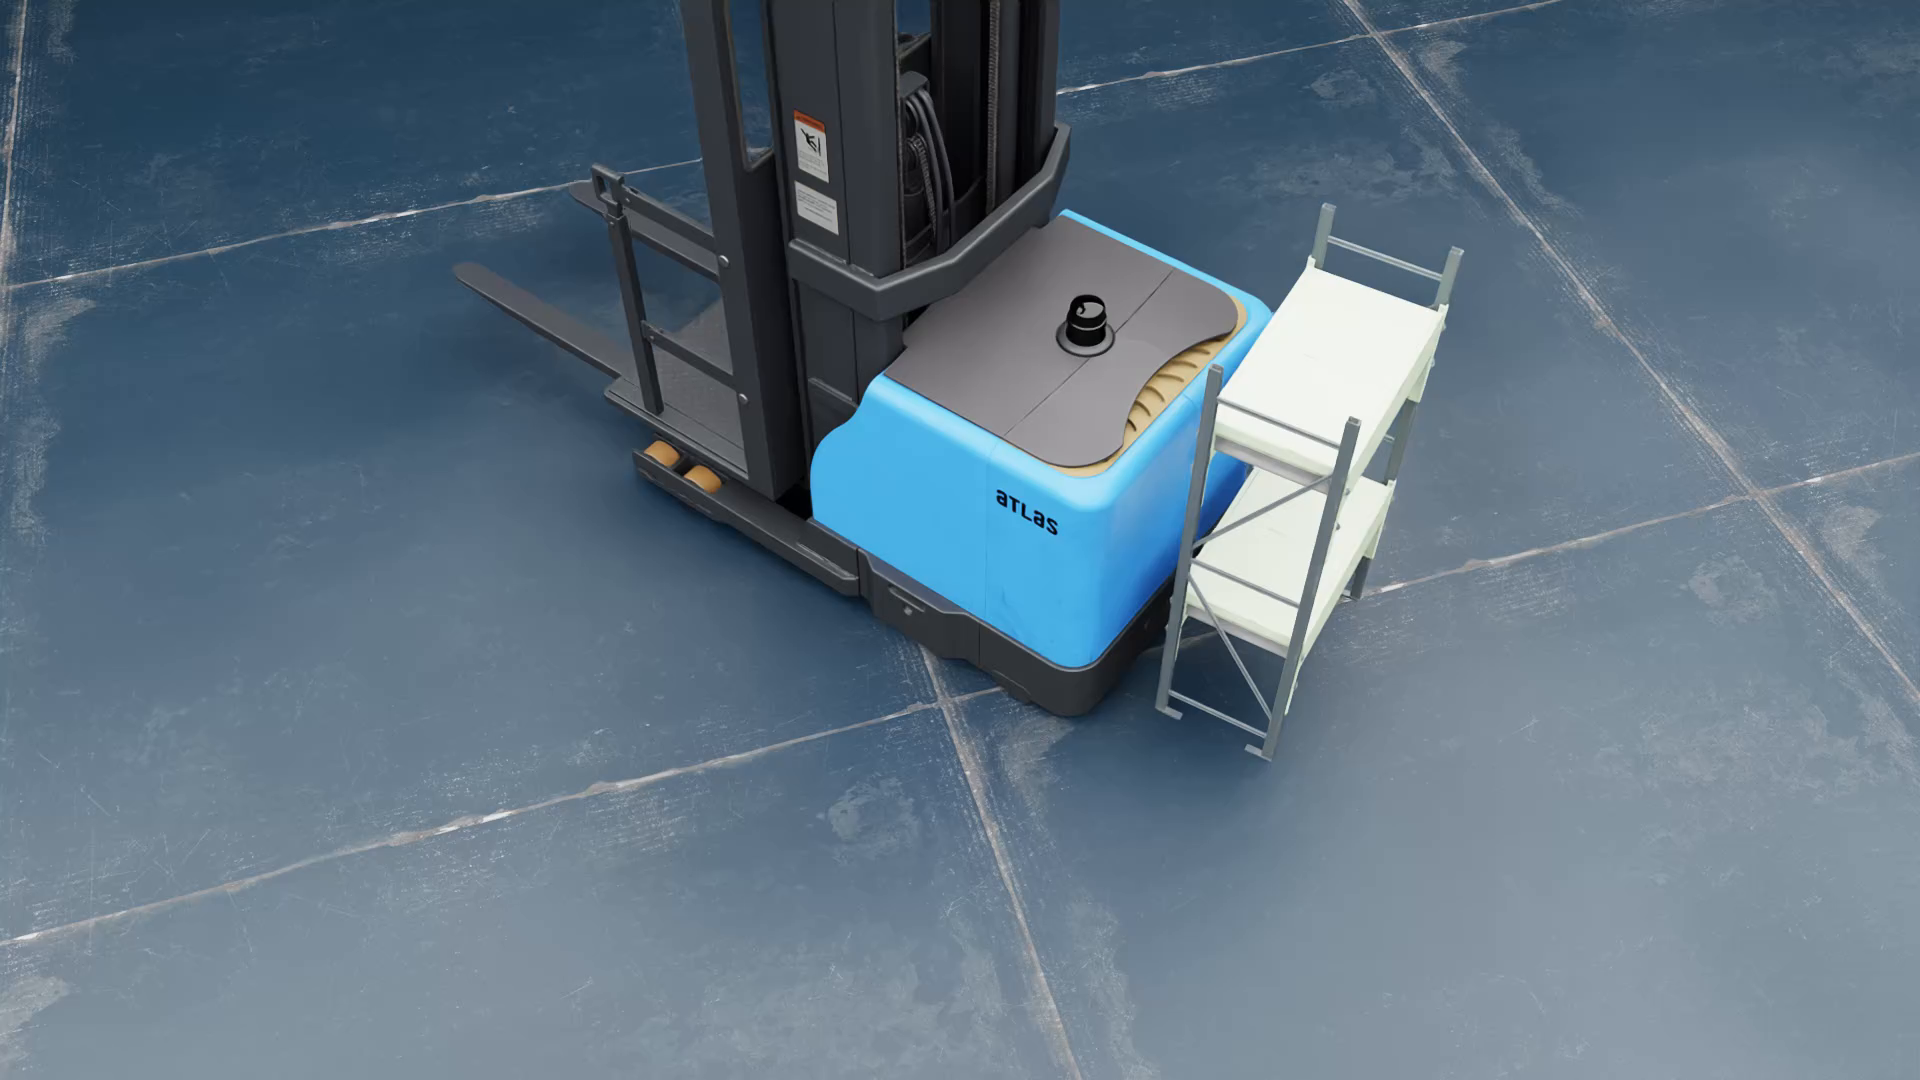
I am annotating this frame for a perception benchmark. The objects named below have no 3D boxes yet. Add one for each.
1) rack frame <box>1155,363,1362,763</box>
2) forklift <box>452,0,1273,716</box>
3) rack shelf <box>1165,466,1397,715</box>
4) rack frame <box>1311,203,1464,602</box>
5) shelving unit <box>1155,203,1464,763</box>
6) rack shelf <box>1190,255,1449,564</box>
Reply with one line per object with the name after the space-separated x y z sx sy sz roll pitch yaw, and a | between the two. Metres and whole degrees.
0.798 0.123 4.665 0.400 1.500 0.023 24 54 19 | rack frame
-0.527 -1.334 4.957 3.031 2.935 1.130 30 56 23 | forklift
0.984 0.092 5.118 0.431 0.370 0.720 24 54 19 | rack shelf
1.169 -0.360 5.072 0.400 1.500 0.023 24 54 19 | rack frame
0.984 -0.118 4.869 0.431 1.500 0.755 24 54 19 | shelving unit
0.984 -0.370 4.570 0.431 0.370 0.720 24 54 19 | rack shelf
